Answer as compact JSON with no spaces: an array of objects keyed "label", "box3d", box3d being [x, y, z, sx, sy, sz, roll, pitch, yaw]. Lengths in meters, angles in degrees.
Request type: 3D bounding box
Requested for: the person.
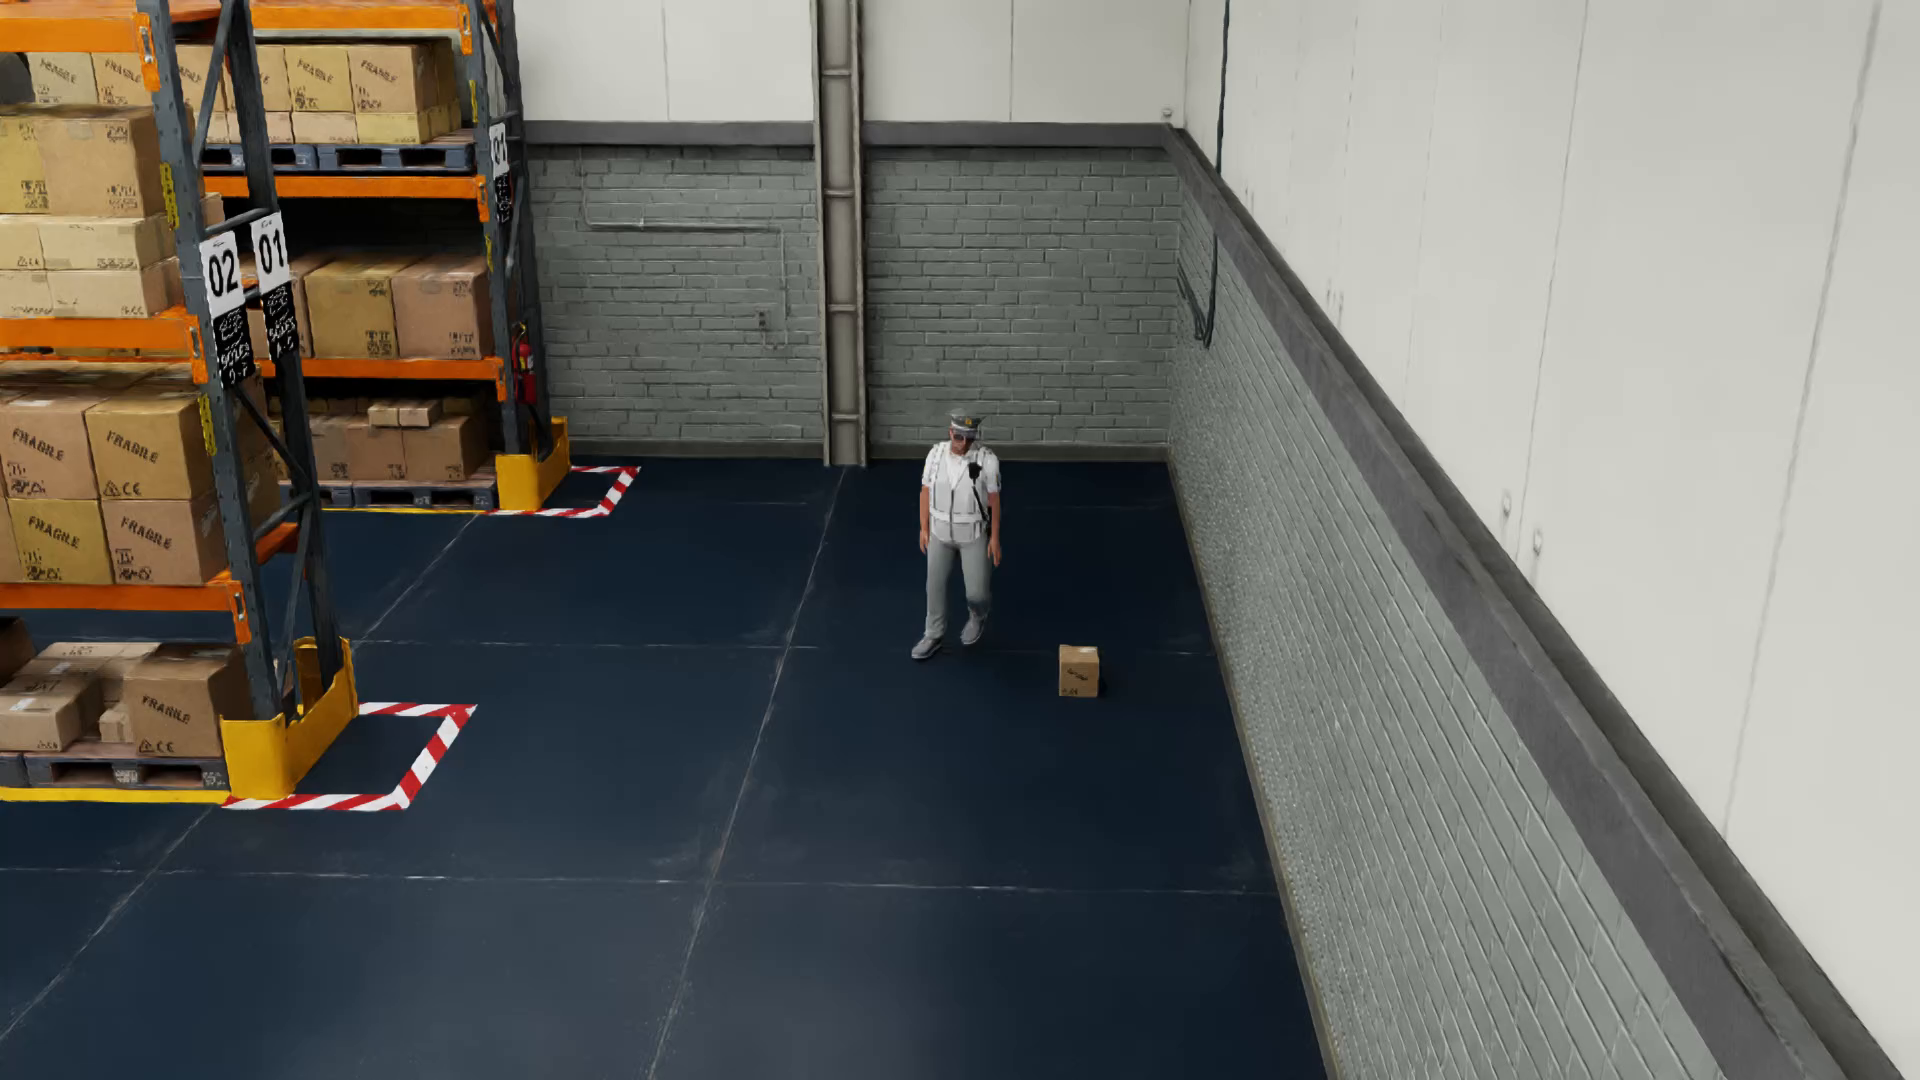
[{"label":"person","box3d":[0.012,-0.054,11.176,0.614,1.741,0.512,6,22,16]}]
